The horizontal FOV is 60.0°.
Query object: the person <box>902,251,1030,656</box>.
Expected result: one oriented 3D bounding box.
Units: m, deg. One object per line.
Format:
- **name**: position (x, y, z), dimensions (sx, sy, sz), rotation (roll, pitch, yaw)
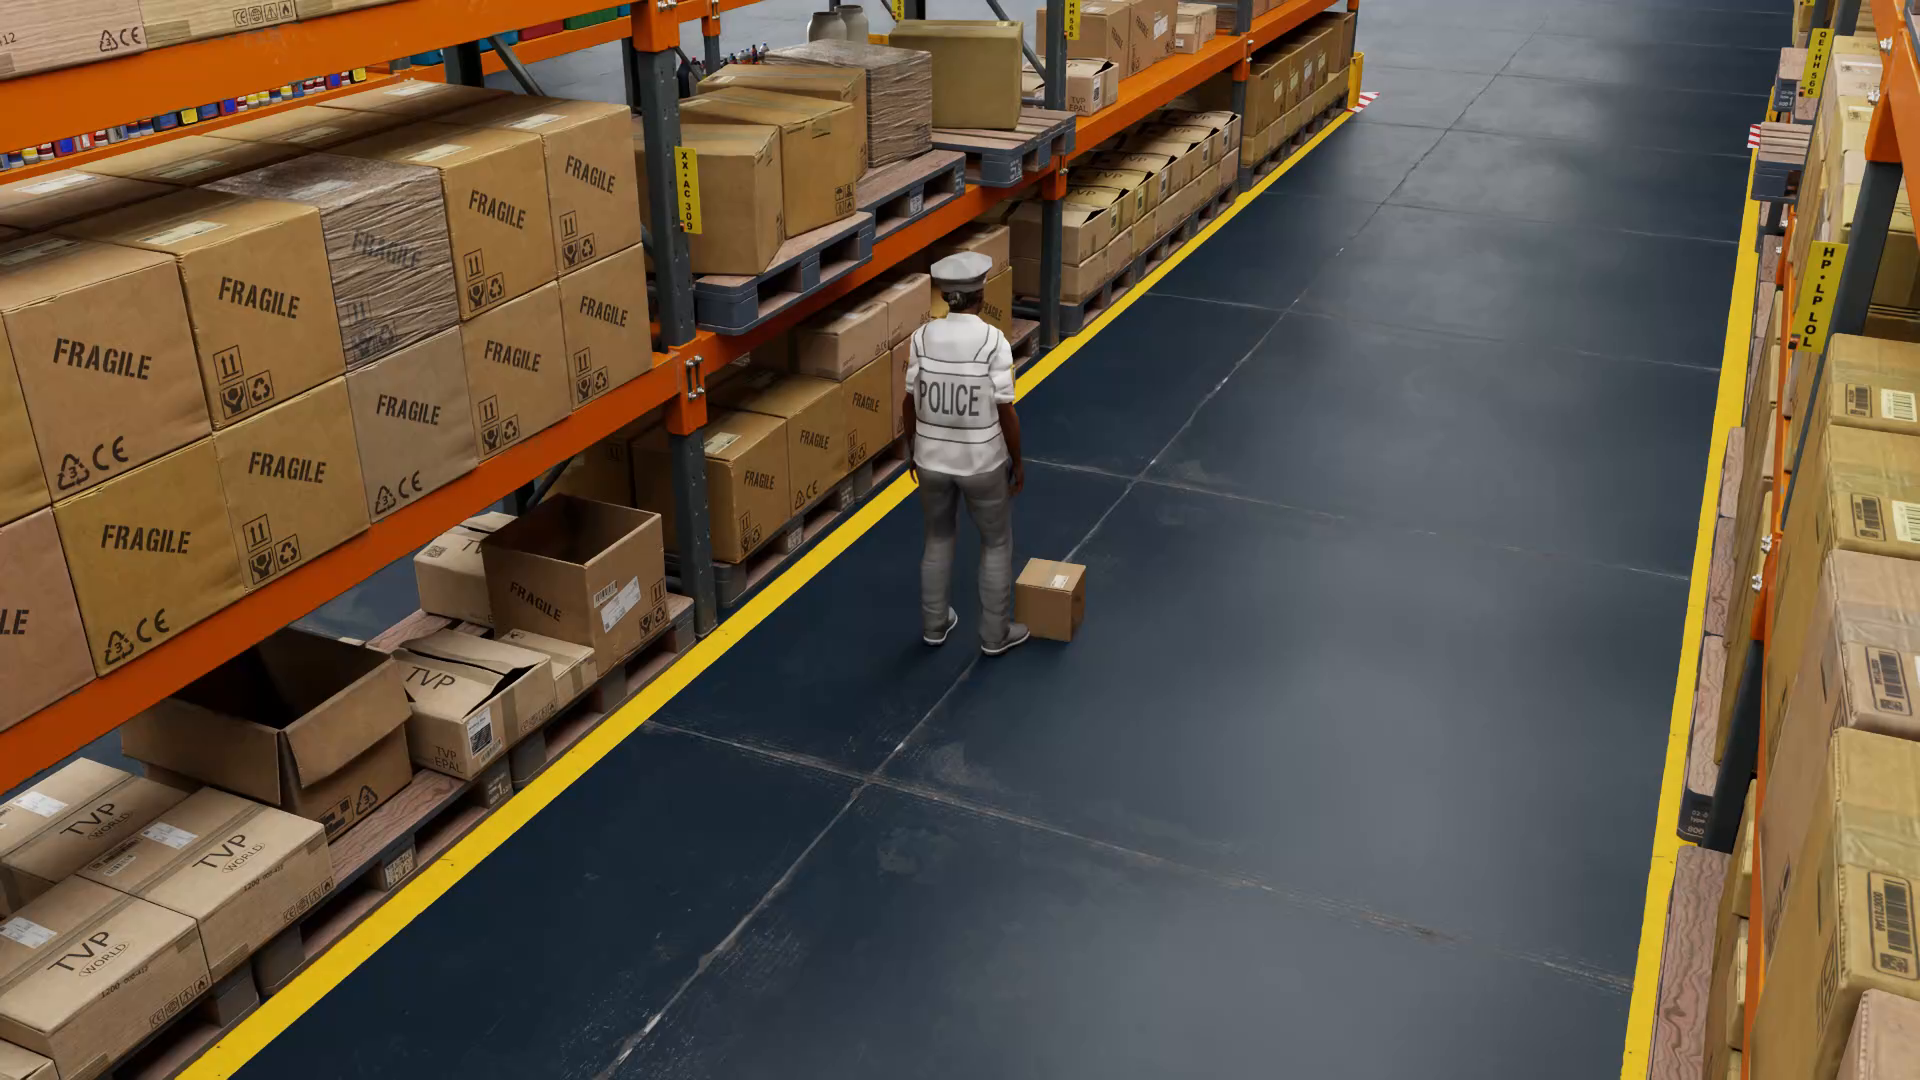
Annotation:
- **person**: position (0.023, -0.318, 6.760), dimensions (0.513, 1.656, 0.395), rotation (9, 28, 18)
